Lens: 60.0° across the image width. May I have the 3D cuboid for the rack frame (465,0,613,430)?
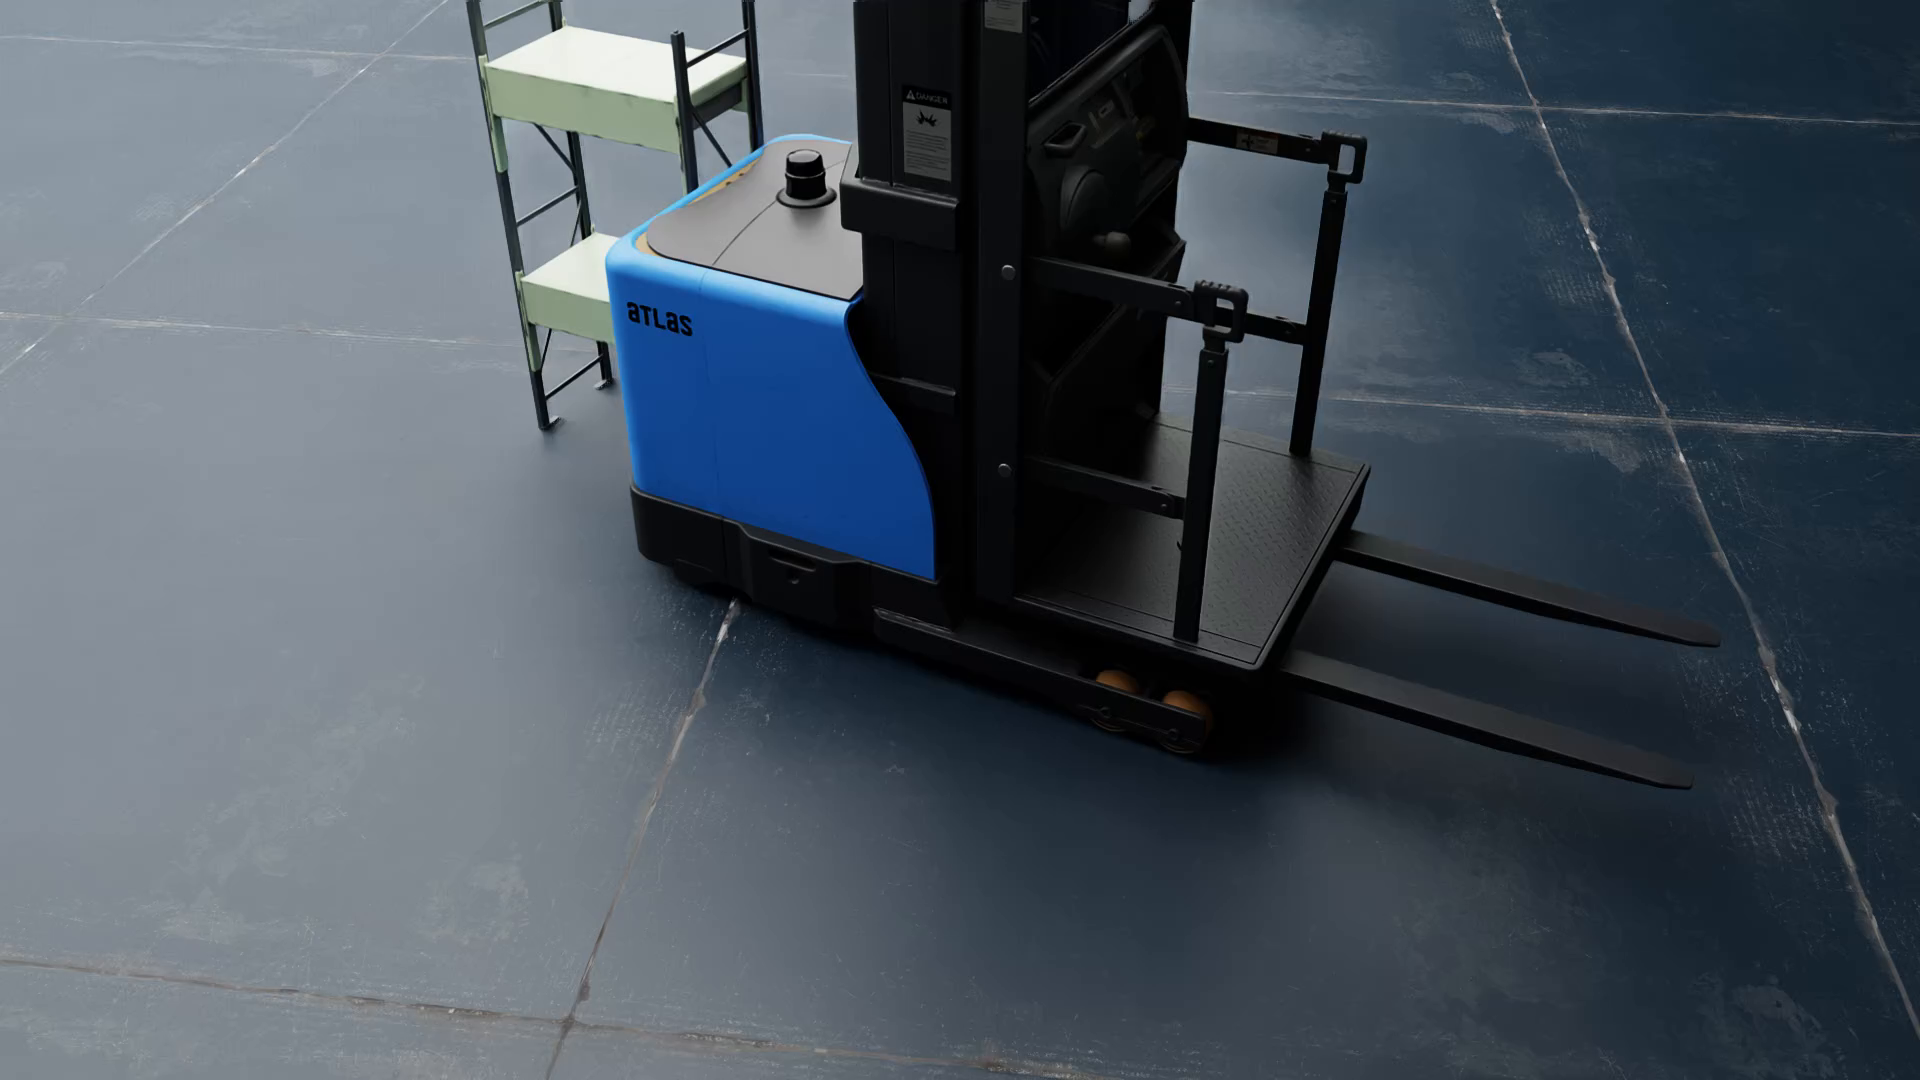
[{"bbox_3d":[-1.367,-1.098,5.497,0.023,1.500,0.400,16,39,21],"label":"rack frame"}]

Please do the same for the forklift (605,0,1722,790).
[{"bbox_3d":[0.564,-0.976,4.095,3.031,2.935,1.130,16,39,21],"label":"forklift"}]

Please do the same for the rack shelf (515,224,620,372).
[{"bbox_3d":[-1.040,-0.738,5.554,0.720,0.370,0.431,16,39,21],"label":"rack shelf"}]

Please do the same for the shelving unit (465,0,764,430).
[{"bbox_3d":[-1.040,-1.003,5.364,0.755,1.500,0.431,16,39,21],"label":"shelving unit"}]

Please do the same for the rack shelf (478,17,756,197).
[{"bbox_3d":[-1.040,-1.321,5.137,0.720,0.370,0.431,16,39,21],"label":"rack shelf"}]

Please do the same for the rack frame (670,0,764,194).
[{"bbox_3d":[-0.712,-0.908,5.231,0.023,1.500,0.400,16,39,21],"label":"rack frame"}]
